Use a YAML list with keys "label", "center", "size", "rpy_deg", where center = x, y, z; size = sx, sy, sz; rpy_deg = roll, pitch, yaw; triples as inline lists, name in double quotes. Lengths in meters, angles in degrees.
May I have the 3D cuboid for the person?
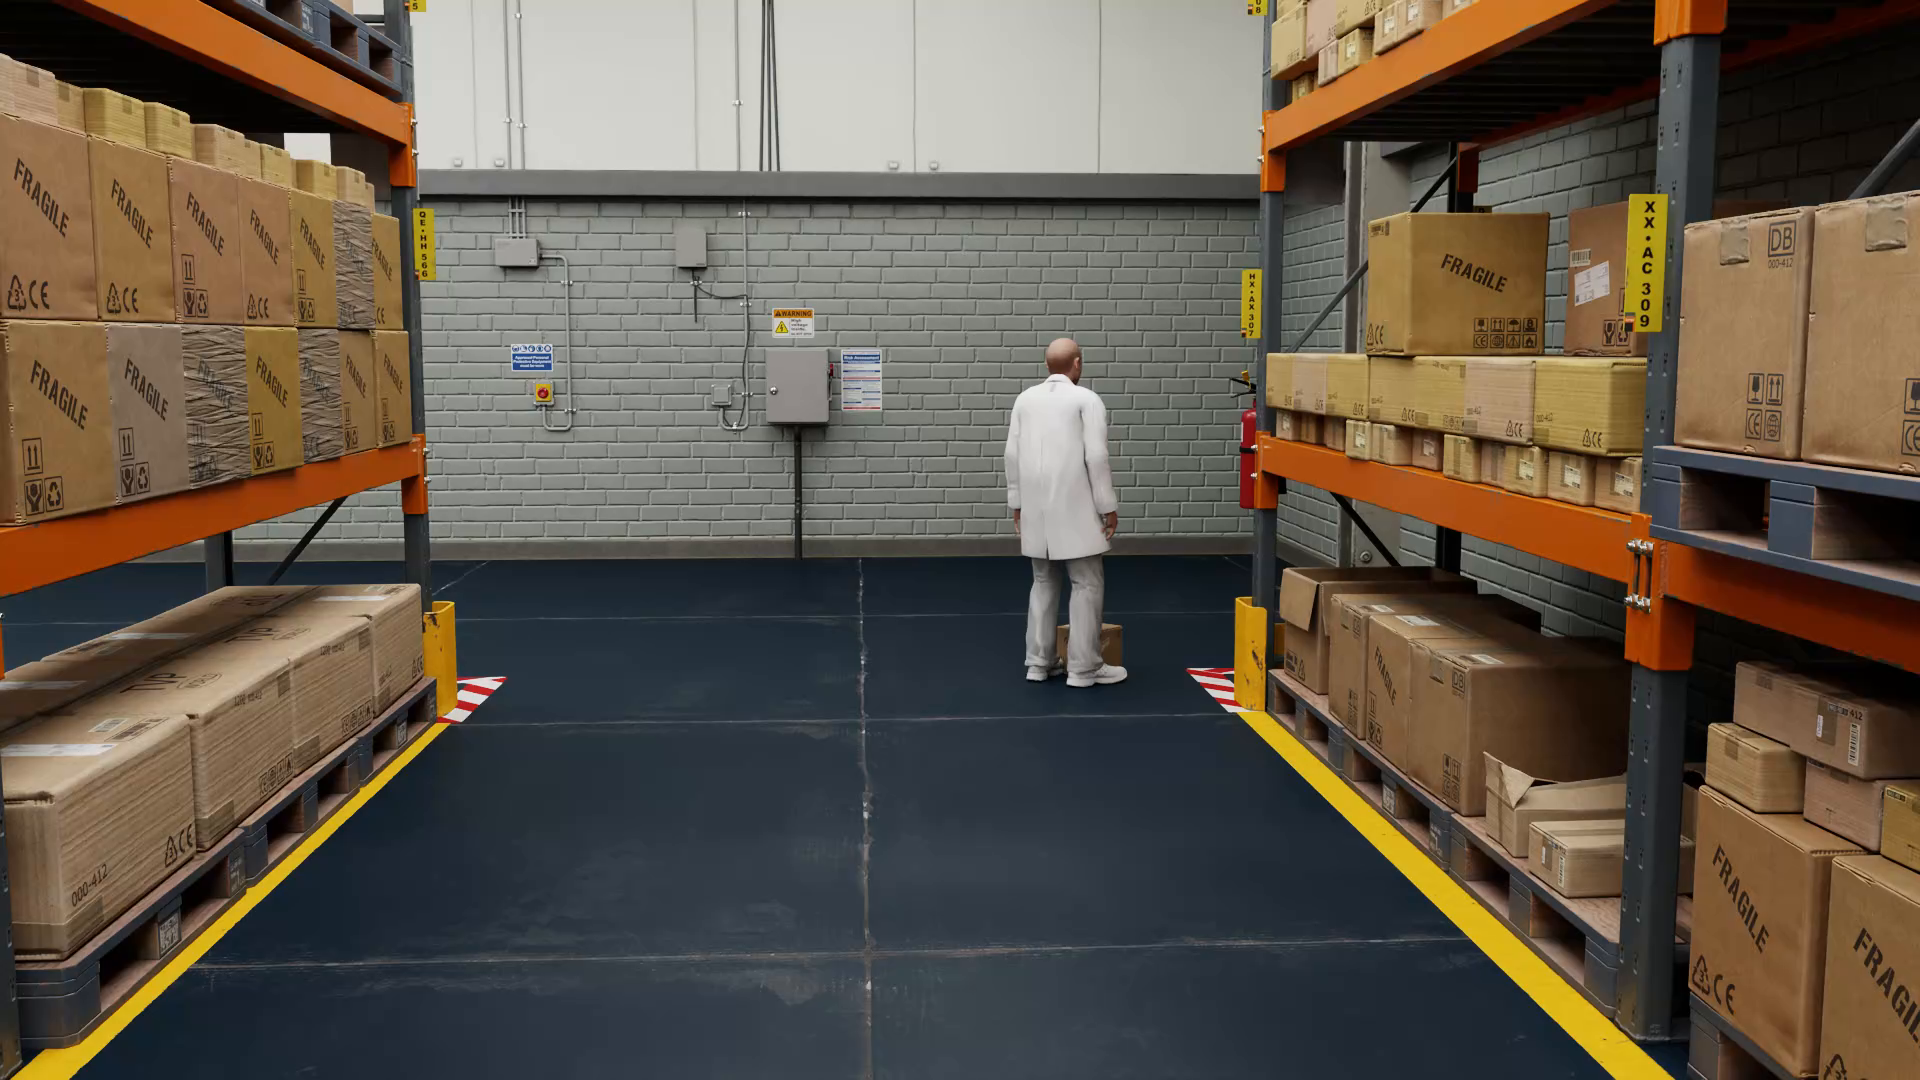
- label: "person"
  center: [0.525, -0.153, 8.599]
  size: [0.653, 1.774, 0.424]
  rpy_deg: [5, 8, 37]
